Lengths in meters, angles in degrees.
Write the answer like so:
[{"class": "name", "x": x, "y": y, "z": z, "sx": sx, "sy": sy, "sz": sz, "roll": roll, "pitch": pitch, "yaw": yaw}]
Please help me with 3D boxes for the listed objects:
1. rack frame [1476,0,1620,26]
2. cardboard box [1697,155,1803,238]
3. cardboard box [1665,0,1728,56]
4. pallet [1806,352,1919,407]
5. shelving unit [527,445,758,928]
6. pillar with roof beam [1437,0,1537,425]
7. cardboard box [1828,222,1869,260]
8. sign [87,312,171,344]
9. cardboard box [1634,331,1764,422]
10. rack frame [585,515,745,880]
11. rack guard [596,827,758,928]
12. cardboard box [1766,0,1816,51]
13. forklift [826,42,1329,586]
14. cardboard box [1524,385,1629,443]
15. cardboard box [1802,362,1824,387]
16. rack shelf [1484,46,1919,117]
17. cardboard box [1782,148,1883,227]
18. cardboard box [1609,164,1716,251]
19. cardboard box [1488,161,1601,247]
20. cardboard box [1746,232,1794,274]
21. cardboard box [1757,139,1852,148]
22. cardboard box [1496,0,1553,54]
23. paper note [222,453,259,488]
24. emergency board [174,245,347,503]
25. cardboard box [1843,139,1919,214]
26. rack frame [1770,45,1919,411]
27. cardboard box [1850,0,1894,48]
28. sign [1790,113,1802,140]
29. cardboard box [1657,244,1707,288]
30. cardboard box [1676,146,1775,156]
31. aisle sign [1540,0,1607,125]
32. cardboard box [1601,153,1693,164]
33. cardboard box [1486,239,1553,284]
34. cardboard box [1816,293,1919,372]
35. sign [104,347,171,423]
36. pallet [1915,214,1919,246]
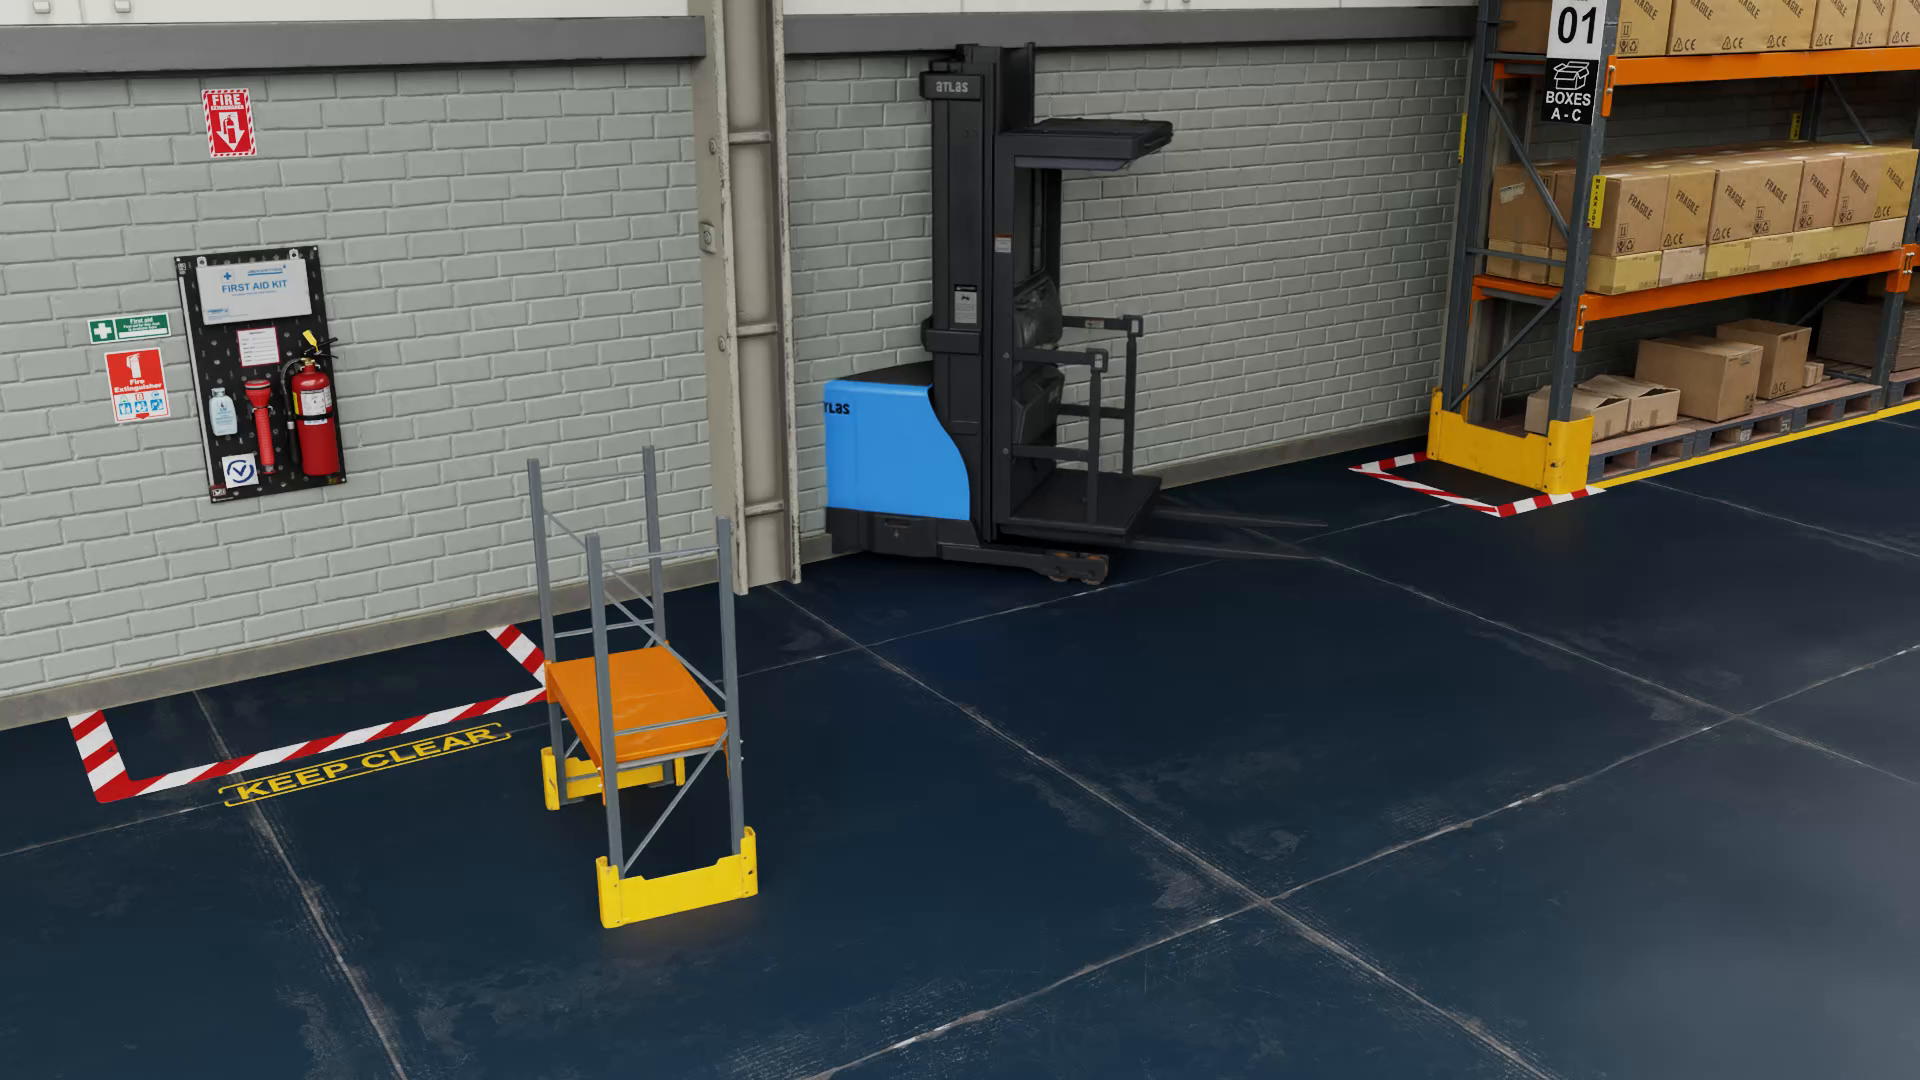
[{"class": "rack frame", "x": 3.748, "y": -4.730, "z": 10.184, "sx": 0.127, "sy": 3.000, "sz": 1.000, "roll": -12, "pitch": 22, "yaw": -31}, {"class": "cardboard box", "x": 5.590, "y": -2.453, "z": 11.849, "sx": 0.500, "sy": 0.500, "sz": 0.500, "roll": -11, "pitch": 22, "yaw": -30}, {"class": "cardboard box", "x": 4.633, "y": -3.443, "z": 10.873, "sx": 0.500, "sy": 0.500, "sz": 0.500, "roll": -10, "pitch": 21, "yaw": -28}, {"class": "pallet", "x": 7.738, "y": -1.409, "z": 14.083, "sx": 1.213, "sy": 0.211, "sz": 1.003, "roll": -12, "pitch": 22, "yaw": -31}, {"class": "shelving unit", "x": -1.251, "y": 0.511, "z": 6.393, "sx": 0.587, "sy": 1.500, "sz": 1.083, "roll": -8, "pitch": 20, "yaw": -23}, {"class": "pillar with roof beam", "x": 6.224, "y": -3.933, "z": 7.827, "sx": 0.400, "sy": 9.000, "sz": 9.100, "roll": -12, "pitch": 22, "yaw": -31}, {"class": "cardboard box", "x": 6.439, "y": -2.281, "z": 12.510, "sx": 0.500, "sy": 0.250, "sz": 0.500, "roll": -12, "pitch": 22, "yaw": -31}, {"class": "sign", "x": -3.749, "y": -0.957, "z": 7.509, "sx": 0.331, "sy": 0.109, "sz": 0.001, "roll": -12, "pitch": 22, "yaw": -31}, {"class": "cardboard box", "x": 5.491, "y": -1.226, "z": 12.404, "sx": 0.500, "sy": 0.500, "sz": 0.700, "roll": -14, "pitch": 23, "yaw": -35}, {"class": "rack frame", "x": -1.035, "y": 0.661, "z": 5.947, "sx": 0.500, "sy": 1.500, "sz": 0.032, "roll": -8, "pitch": 20, "yaw": -23}, {"class": "rack guard", "x": -1.043, "y": 1.248, "z": 6.164, "sx": 0.587, "sy": 0.250, "sz": 0.087, "roll": -8, "pitch": 20, "yaw": -23}, {"class": "cardboard box", "x": 5.500, "y": -3.635, "z": 11.443, "sx": 0.500, "sy": 0.500, "sz": 0.500, "roll": -10, "pitch": 21, "yaw": -28}, {"class": "forklift", "x": 0.639, "y": -1.319, "z": 9.570, "sx": 3.031, "sy": 2.935, "sz": 1.130, "roll": 6, "pitch": 19, "yaw": 16}, {"class": "cardboard box", "x": 4.375, "y": -0.920, "z": 11.794, "sx": 0.500, "sy": 0.311, "sz": 0.500, "roll": -15, "pitch": 24, "yaw": -37}, {"class": "cardboard box", "x": 6.658, "y": -1.356, "z": 13.310, "sx": 0.250, "sy": 0.166, "sz": 0.380, "roll": -16, "pitch": 24, "yaw": -38}, {"class": "rack shelf", "x": 5.418, "y": -3.320, "z": 11.822, "sx": 4.000, "sy": 0.370, "sz": 1.077, "roll": -12, "pitch": 22, "yaw": -31}, {"class": "cardboard box", "x": 6.450, "y": -2.631, "z": 12.374, "sx": 0.500, "sy": 0.500, "sz": 0.500, "roll": -12, "pitch": 22, "yaw": -32}, {"class": "cardboard box", "x": 4.730, "y": -2.270, "z": 11.306, "sx": 0.500, "sy": 0.500, "sz": 0.500, "roll": -12, "pitch": 22, "yaw": -31}, {"class": "cardboard box", "x": 4.025, "y": -2.321, "z": 11.460, "sx": 0.500, "sy": 0.500, "sz": 0.500, "roll": -12, "pitch": 22, "yaw": -32}, {"class": "cardboard box", "x": 5.608, "y": -2.099, "z": 11.973, "sx": 0.500, "sy": 0.250, "sz": 0.500, "roll": -12, "pitch": 22, "yaw": -31}, {"class": "cardboard box", "x": 6.581, "y": -2.859, "z": 13.050, "sx": 0.500, "sy": 0.500, "sz": 0.500, "roll": -13, "pitch": 22, "yaw": -33}, {"class": "cardboard box", "x": 3.957, "y": -3.507, "z": 11.063, "sx": 0.500, "sy": 0.500, "sz": 0.500, "roll": -10, "pitch": 21, "yaw": -28}, {"class": "paper note", "x": -3.425, "y": -0.330, "z": 7.914, "sx": 0.142, "sy": 0.148, "sz": 0.016, "roll": -12, "pitch": 22, "yaw": -31}, {"class": "emergency board", "x": -3.239, "y": -0.761, "z": 7.811, "sx": 0.643, "sy": 1.169, "sz": 0.194, "roll": -12, "pitch": 22, "yaw": -31}, {"class": "cardboard box", "x": 7.532, "y": -2.929, "z": 13.381, "sx": 0.500, "sy": 0.500, "sz": 0.700, "roll": -12, "pitch": 22, "yaw": -31}, {"class": "rack frame", "x": 7.088, "y": -2.592, "z": 13.229, "sx": 0.127, "sy": 3.000, "sz": 1.000, "roll": -12, "pitch": 22, "yaw": -31}, {"class": "cardboard box", "x": 6.373, "y": -3.829, "z": 12.017, "sx": 0.500, "sy": 0.500, "sz": 0.500, "roll": -14, "pitch": 23, "yaw": -36}, {"class": "sign", "x": 6.780, "y": -3.289, "z": 13.481, "sx": 0.005, "sy": 0.325, "sz": 0.100, "roll": -12, "pitch": 22, "yaw": -31}, {"class": "cardboard box", "x": 4.756, "y": -1.922, "z": 11.451, "sx": 0.500, "sy": 0.250, "sz": 0.500, "roll": -13, "pitch": 22, "yaw": -33}, {"class": "cardboard box", "x": 5.728, "y": -2.683, "z": 12.528, "sx": 0.500, "sy": 0.500, "sz": 0.500, "roll": -11, "pitch": 22, "yaw": -30}, {"class": "aisle sign", "x": 3.853, "y": -3.026, "z": 10.454, "sx": 0.004, "sy": 0.787, "sz": 0.394, "roll": -12, "pitch": 22, "yaw": -31}, {"class": "cardboard box", "x": 4.880, "y": -2.500, "z": 11.987, "sx": 0.500, "sy": 0.500, "sz": 0.500, "roll": -13, "pitch": 22, "yaw": -33}, {"class": "cardboard box", "x": 4.032, "y": -1.960, "z": 11.563, "sx": 0.500, "sy": 0.250, "sz": 0.500, "roll": -12, "pitch": 22, "yaw": -31}, {"class": "cardboard box", "x": 7.694, "y": -1.751, "z": 13.956, "sx": 0.500, "sy": 0.500, "sz": 0.700, "roll": -11, "pitch": 22, "yaw": -30}, {"class": "sign", "x": -3.758, "y": -0.708, "z": 7.599, "sx": 0.234, "sy": 0.329, "sz": 0.001, "roll": -12, "pitch": 22, "yaw": -31}, {"class": "pallet", "x": 7.807, "y": -2.597, "z": 13.543, "sx": 1.213, "sy": 0.211, "sz": 1.003, "roll": -12, "pitch": 22, "yaw": -31}]
